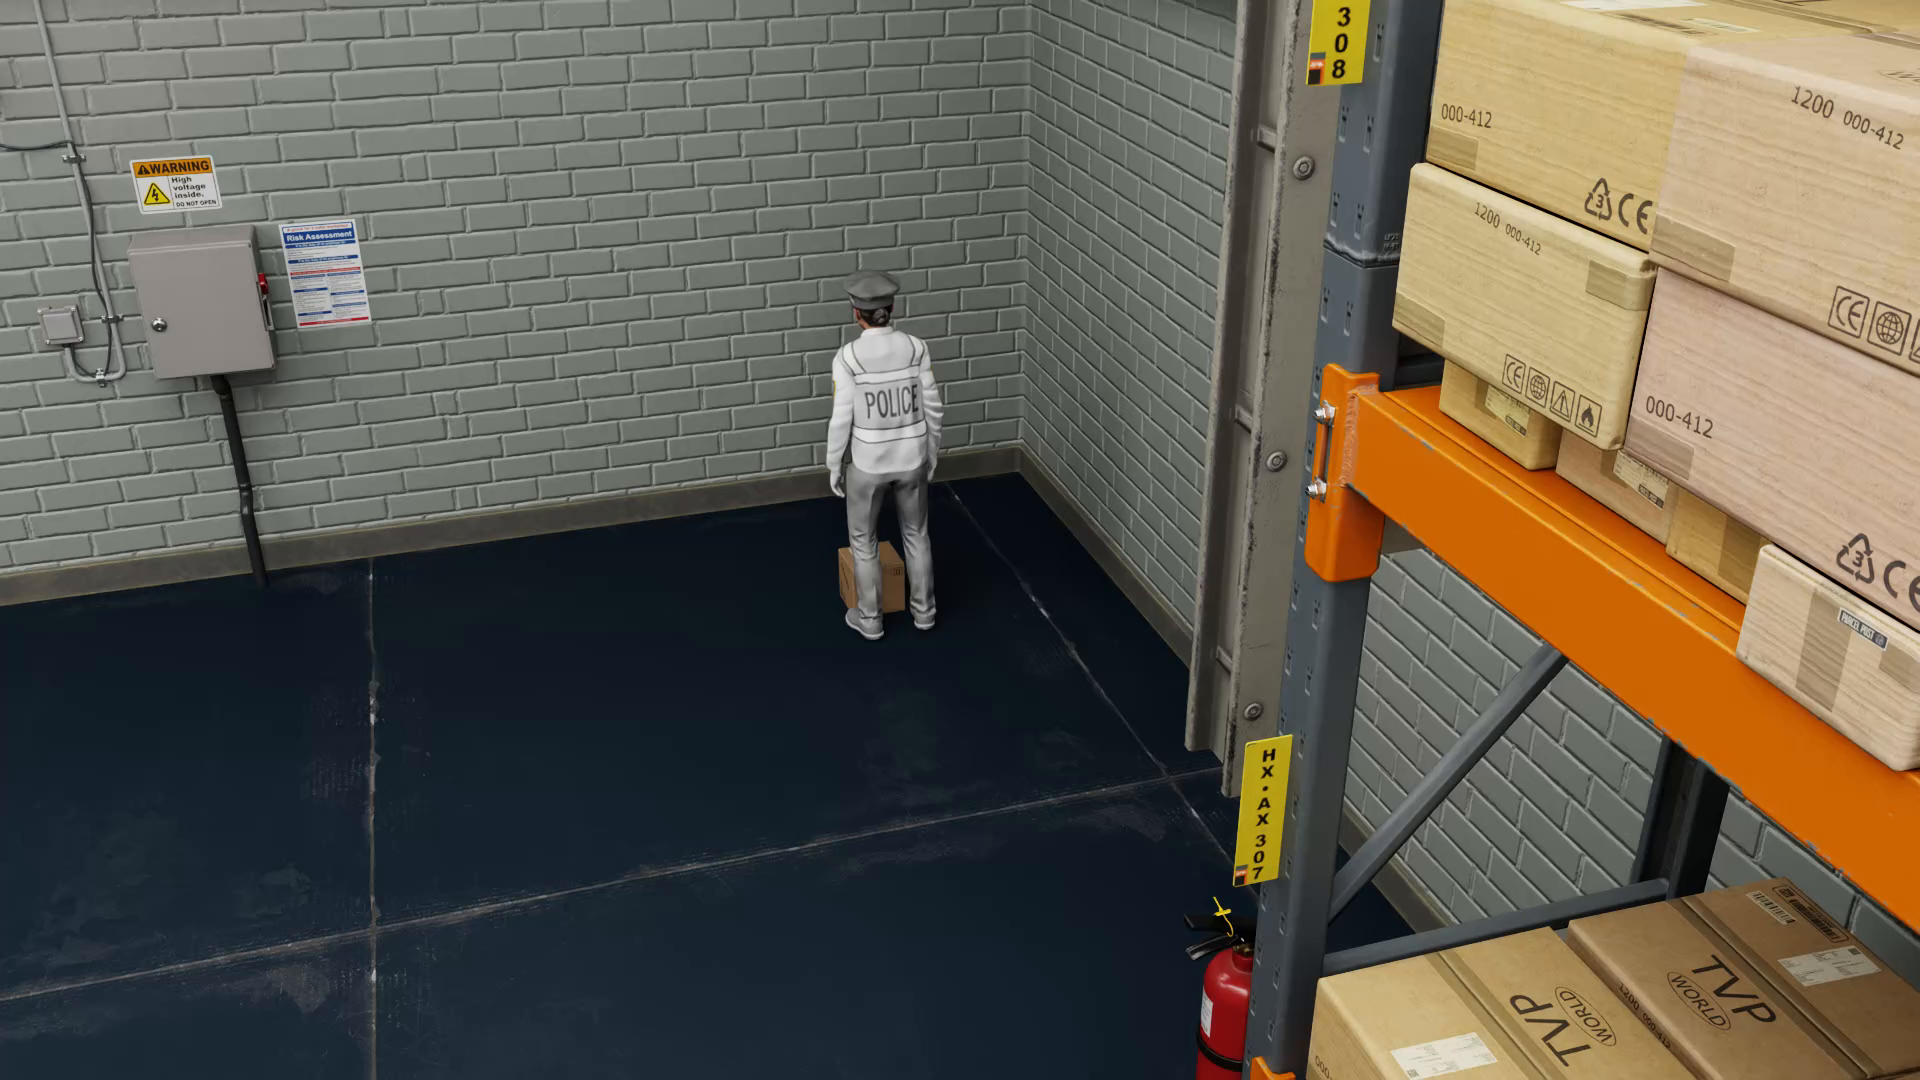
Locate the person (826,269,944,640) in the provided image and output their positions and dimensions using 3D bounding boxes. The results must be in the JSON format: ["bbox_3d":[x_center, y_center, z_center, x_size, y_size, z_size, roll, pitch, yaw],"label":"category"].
[{"bbox_3d":[-0.334,-0.344,7.301,0.528,1.662,0.375,-9,28,-18],"label":"person"}]
